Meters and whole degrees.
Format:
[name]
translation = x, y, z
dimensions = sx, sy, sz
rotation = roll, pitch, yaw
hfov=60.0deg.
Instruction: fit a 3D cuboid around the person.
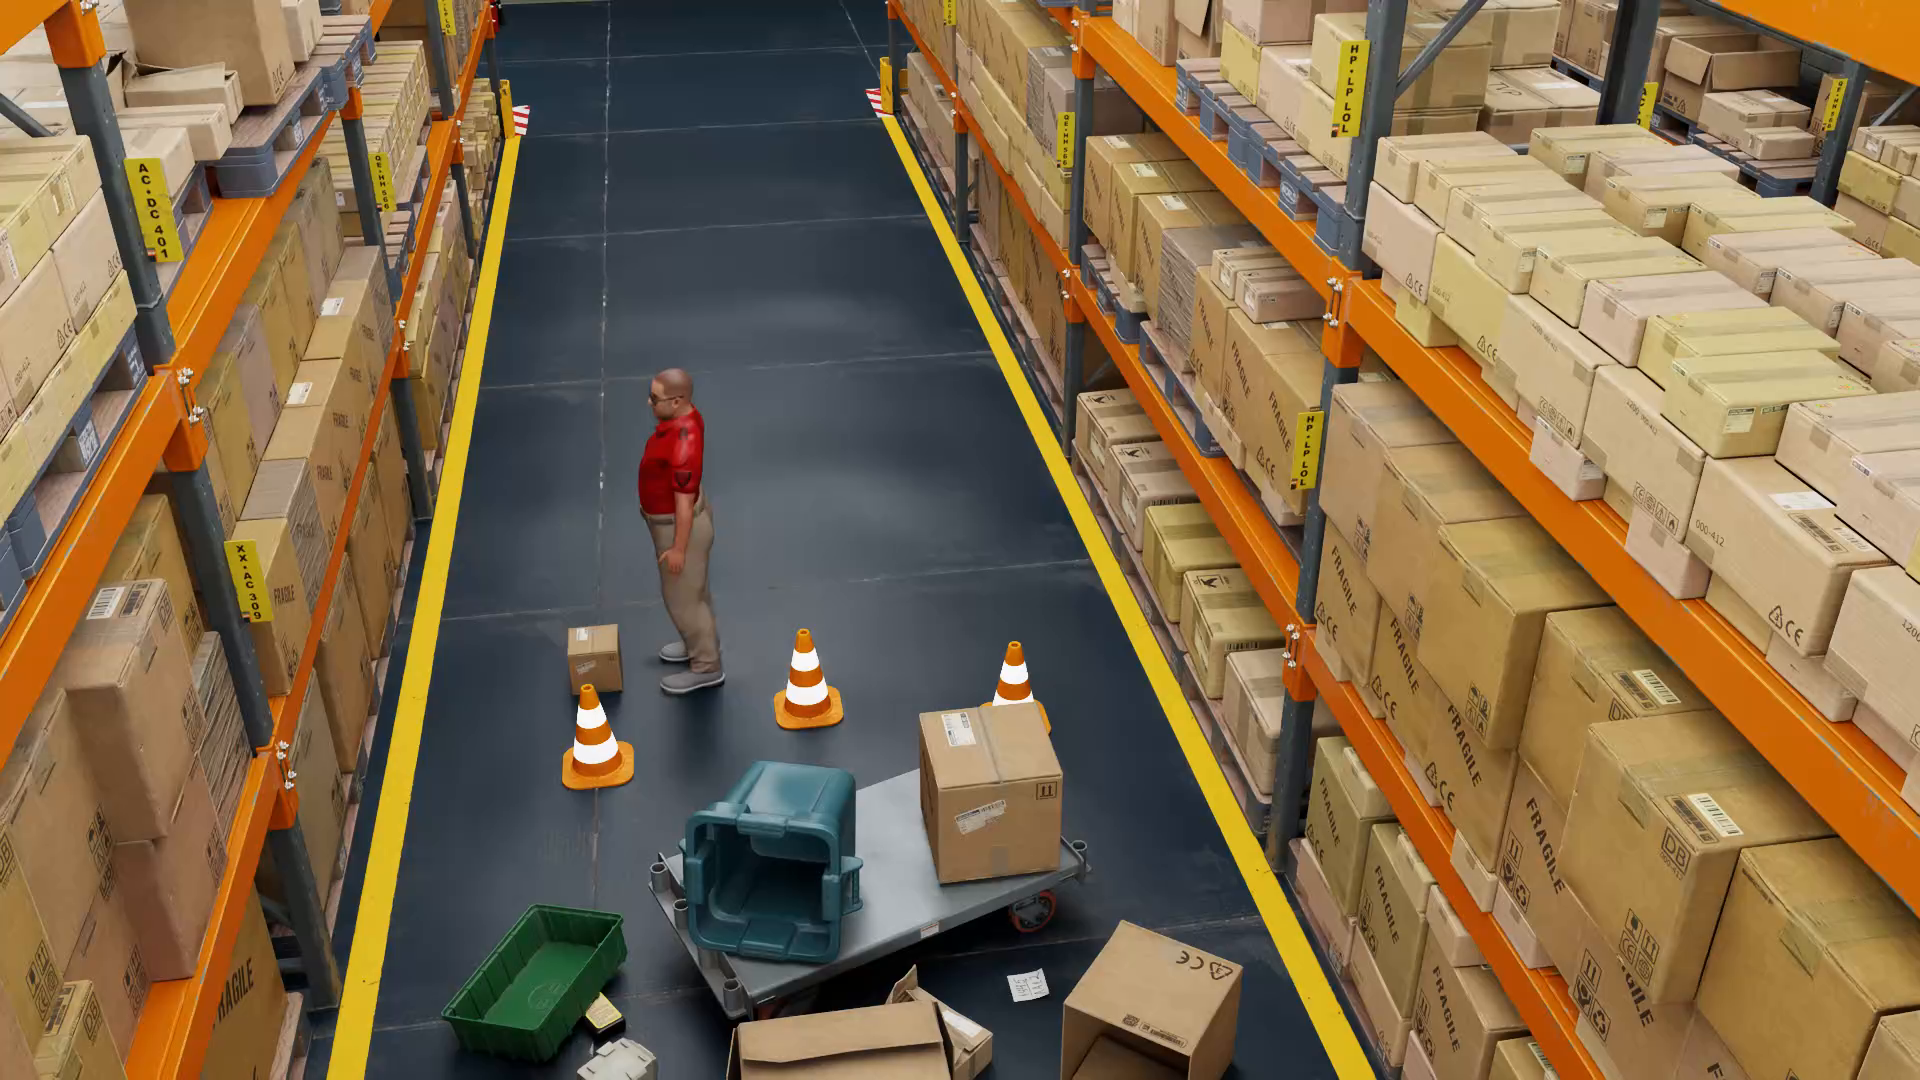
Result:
[person]
translation = -1.401, -0.054, 8.246
dimensions = 0.360, 1.723, 0.527
rotation = -5, 31, -8
